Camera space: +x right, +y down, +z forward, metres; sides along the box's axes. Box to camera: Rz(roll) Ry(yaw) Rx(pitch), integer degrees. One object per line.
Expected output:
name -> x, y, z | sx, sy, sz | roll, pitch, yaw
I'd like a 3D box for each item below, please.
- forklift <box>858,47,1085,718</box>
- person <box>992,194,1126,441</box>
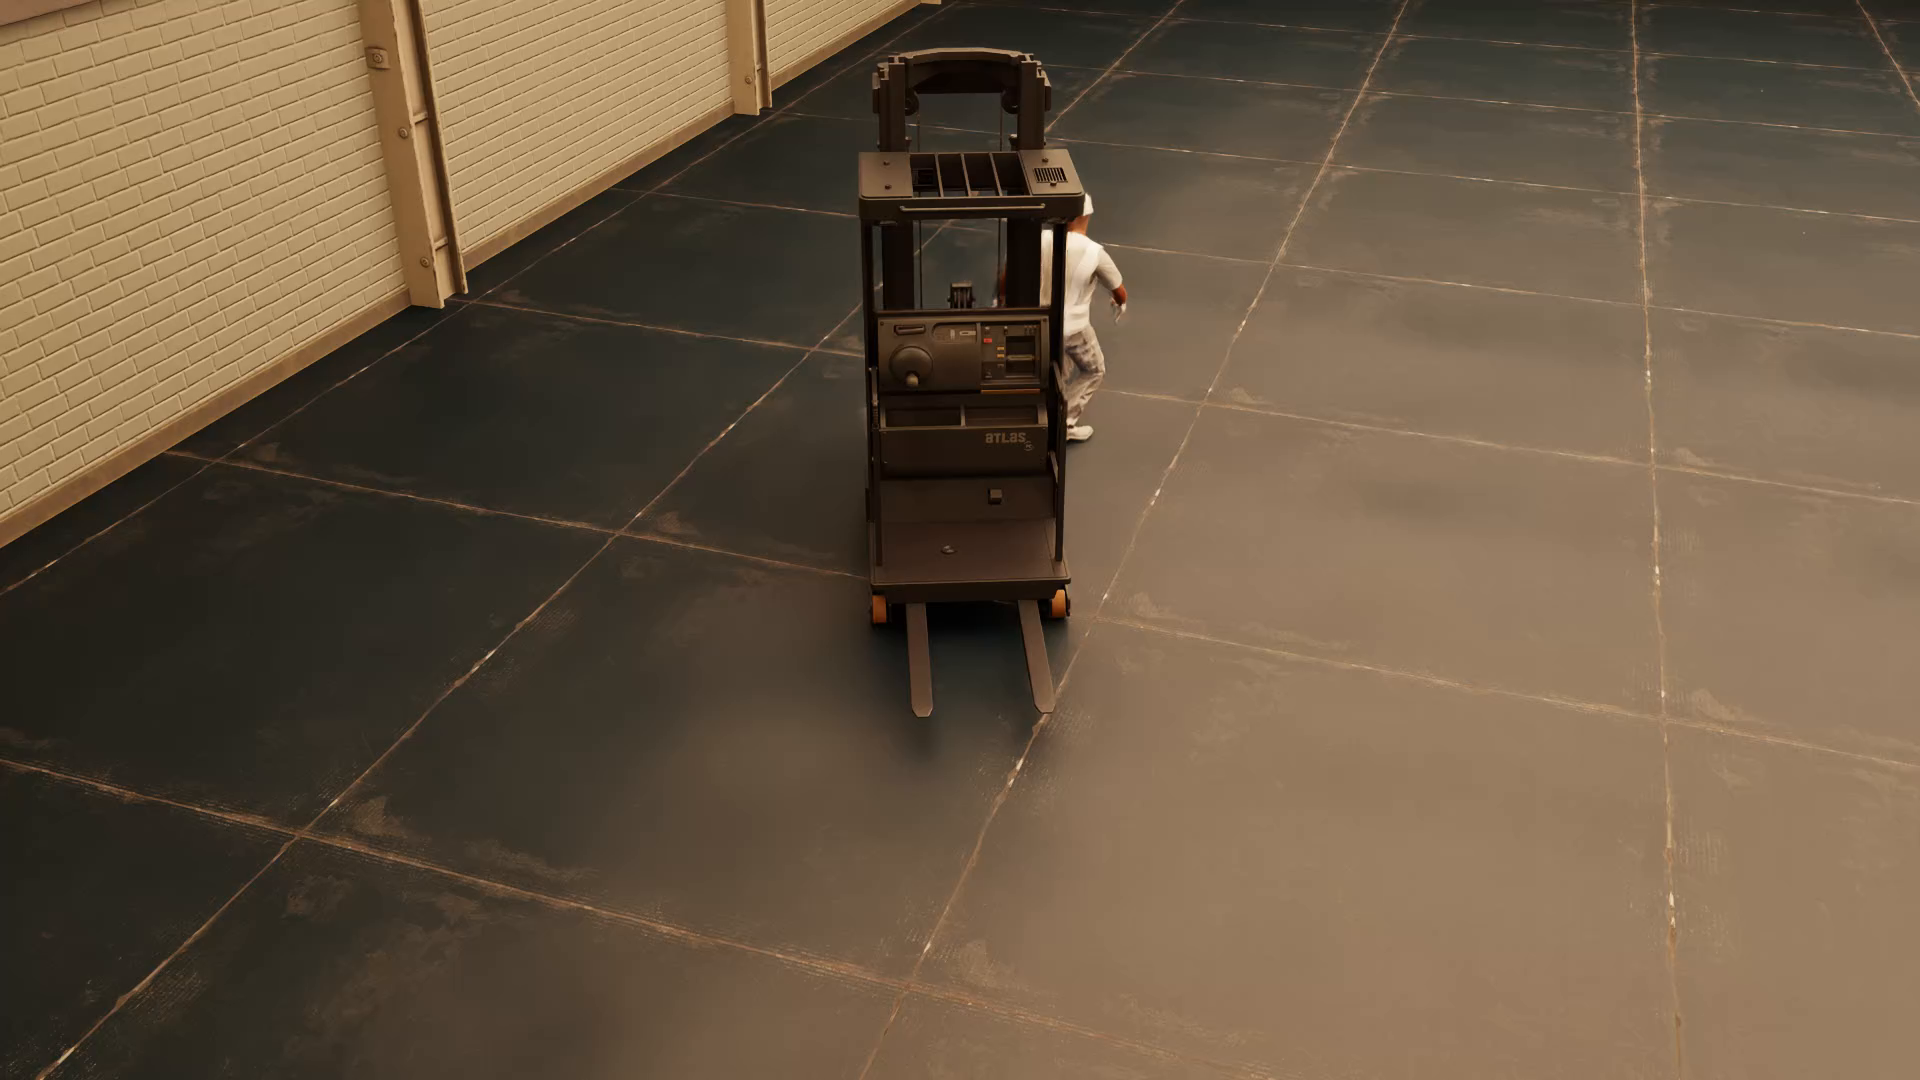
forklift -> 0.035, -0.972, 8.842 | 1.130, 2.935, 3.031 | -2, 30, -3
person -> 0.703, -1.466, 10.975 | 0.741, 1.727, 0.758 | 26, 39, 38
